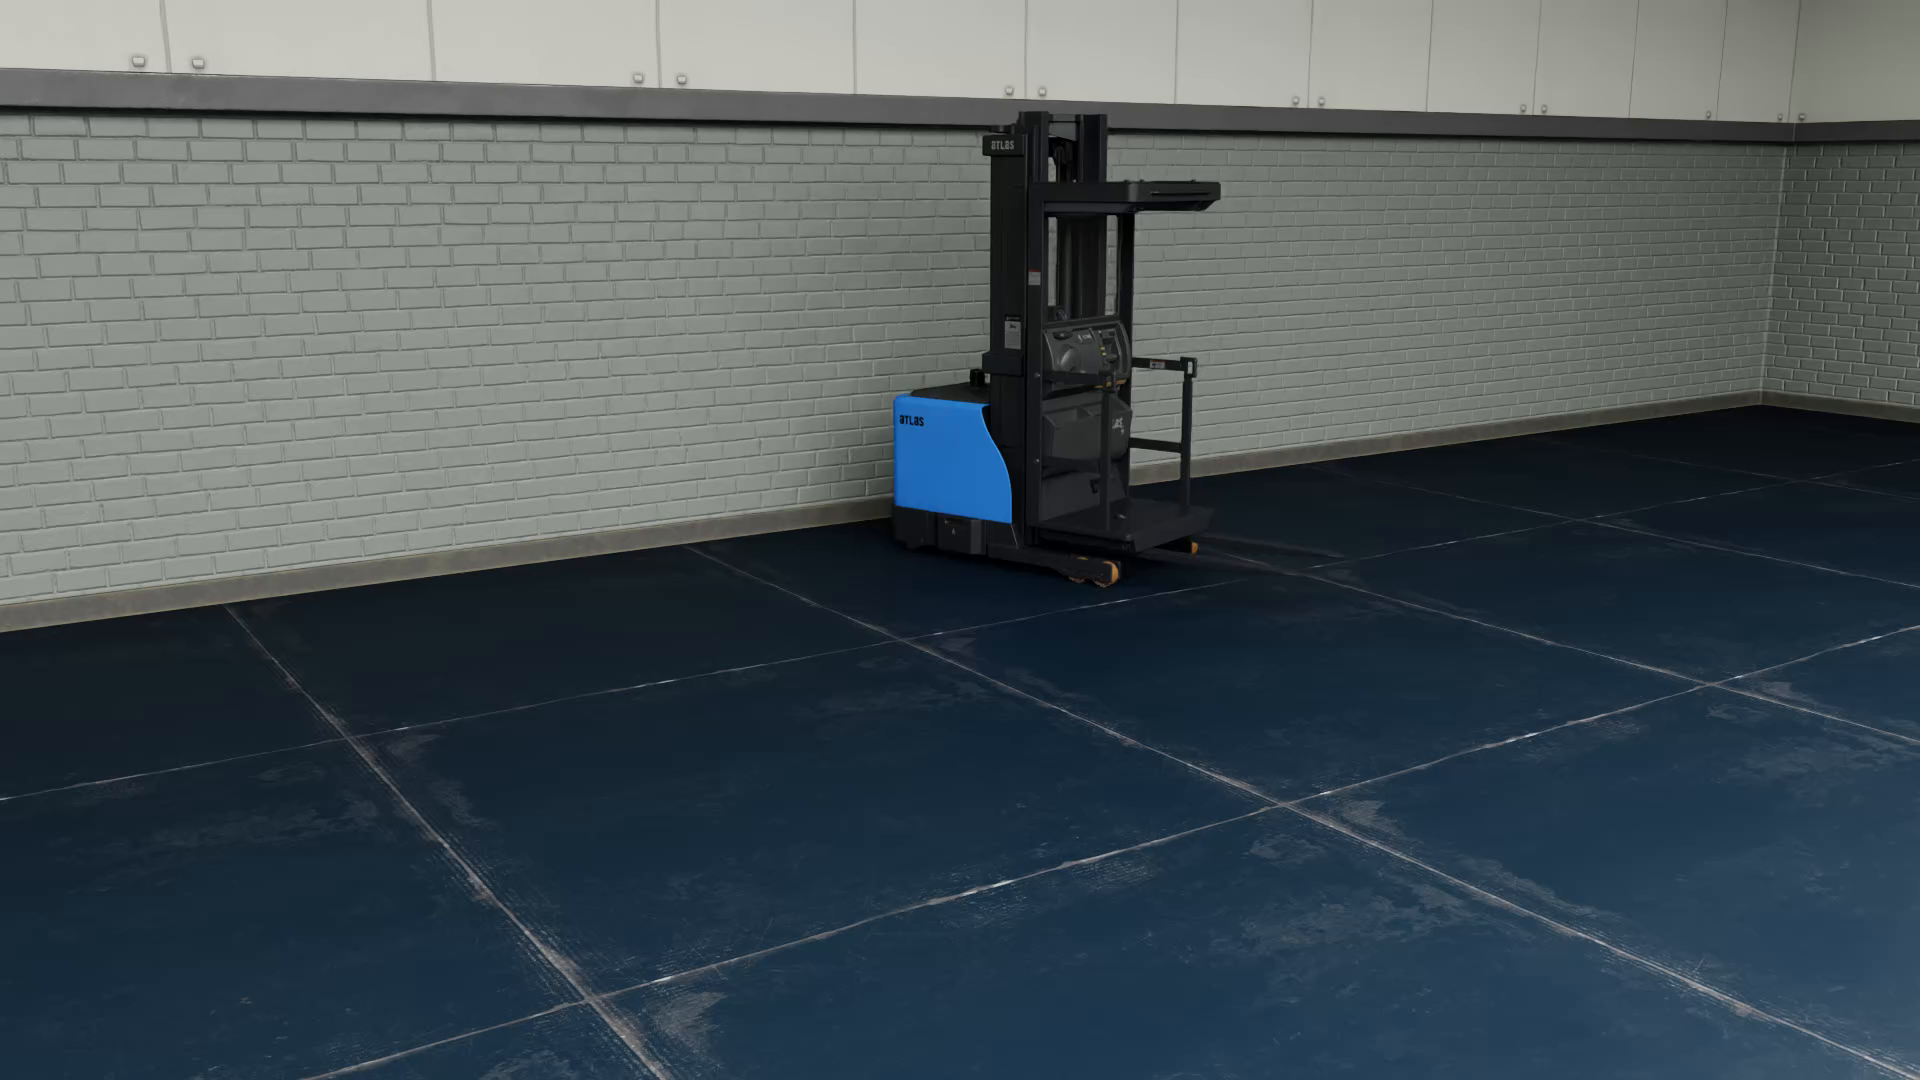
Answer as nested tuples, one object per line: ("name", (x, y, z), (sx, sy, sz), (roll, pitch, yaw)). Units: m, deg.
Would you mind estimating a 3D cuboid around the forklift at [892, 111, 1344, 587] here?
("forklift", (1.002, -1.262, 10.772), (3.031, 2.935, 1.130), (9, 15, 37))
